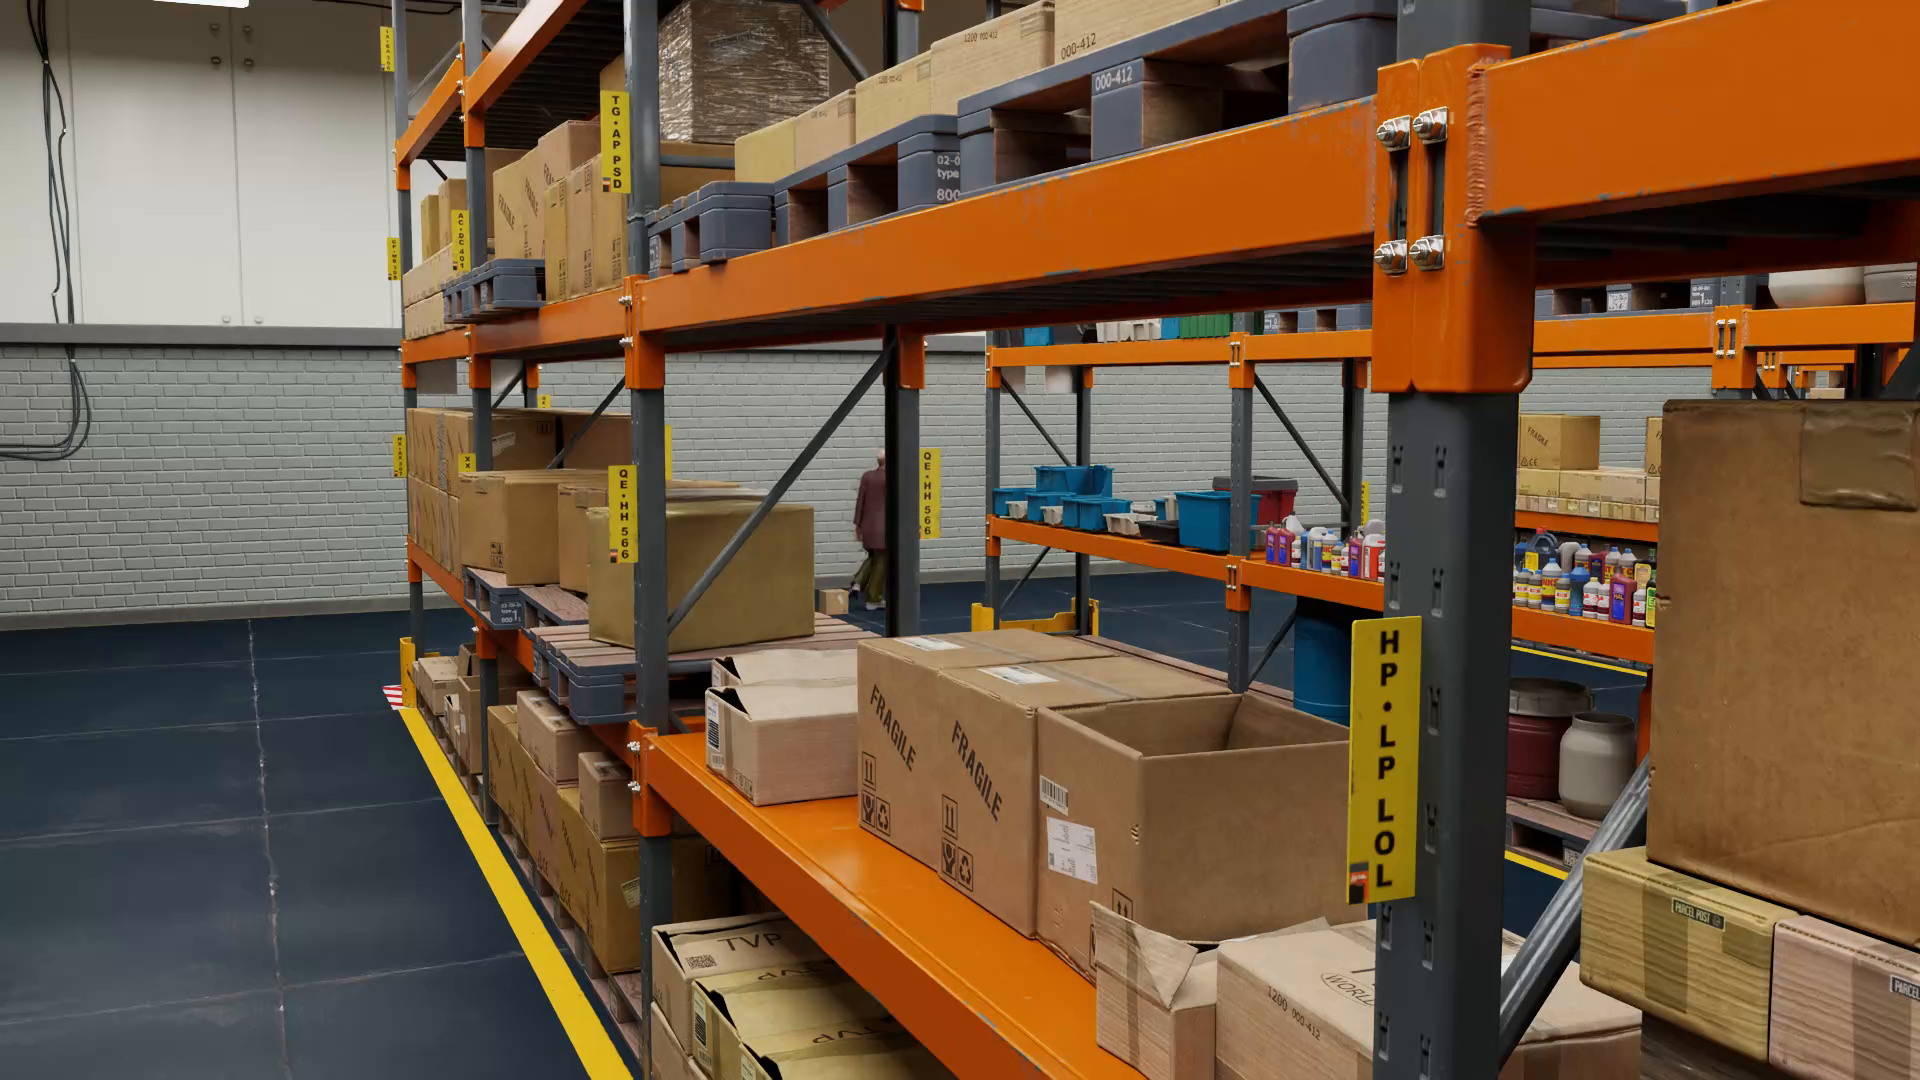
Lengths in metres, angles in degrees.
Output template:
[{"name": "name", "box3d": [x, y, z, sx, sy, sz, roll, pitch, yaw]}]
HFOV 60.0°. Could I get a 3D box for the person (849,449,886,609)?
[{"name": "person", "box3d": [-0.935, -0.123, 18.412, 0.626, 1.771, 0.567, 5, 7, 41]}]
